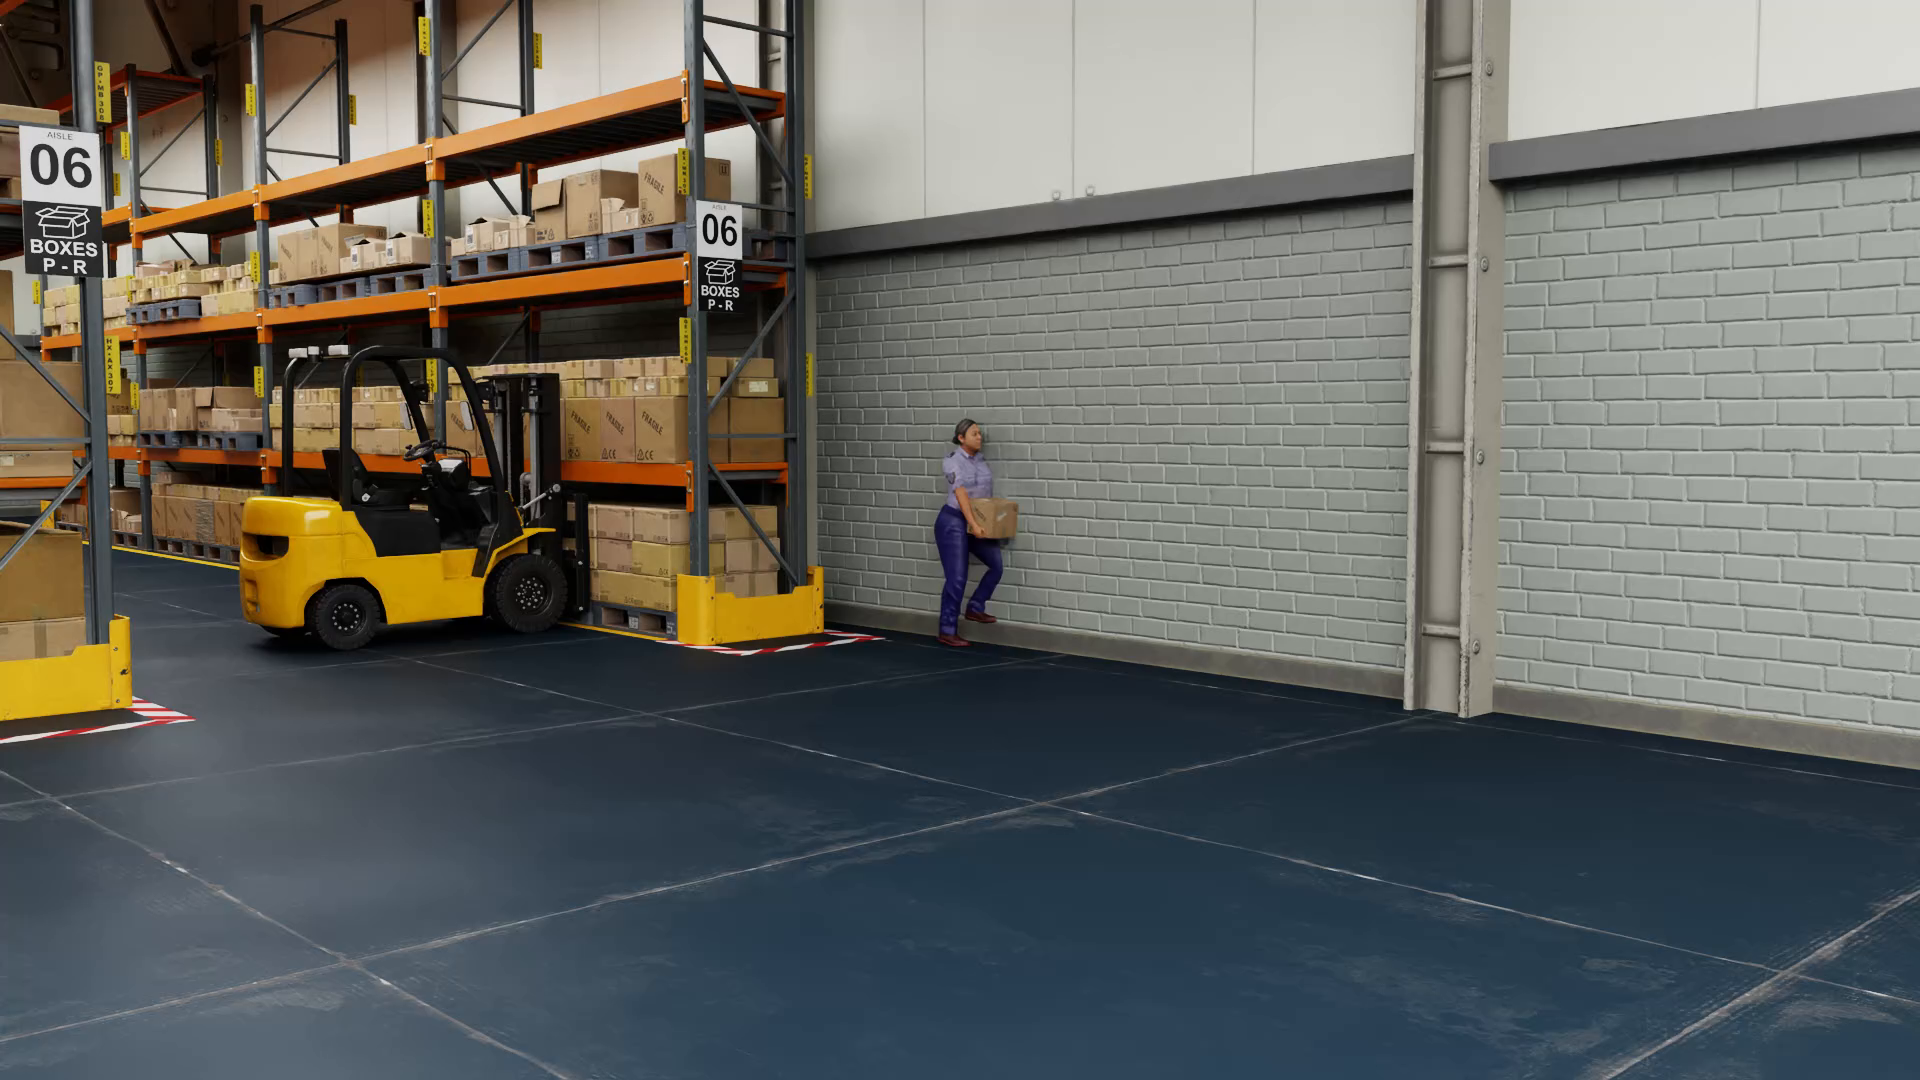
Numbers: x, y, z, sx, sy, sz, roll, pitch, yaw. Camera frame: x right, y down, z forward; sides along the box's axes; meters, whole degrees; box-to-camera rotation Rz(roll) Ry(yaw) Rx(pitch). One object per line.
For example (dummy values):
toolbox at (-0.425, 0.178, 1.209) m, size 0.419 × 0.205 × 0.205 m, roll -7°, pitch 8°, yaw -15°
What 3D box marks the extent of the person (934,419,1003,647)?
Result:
person at (0.110, -0.056, 12.056) m, size 0.458 × 1.641 × 0.539 m, roll -4°, pitch 6°, yaw -45°
